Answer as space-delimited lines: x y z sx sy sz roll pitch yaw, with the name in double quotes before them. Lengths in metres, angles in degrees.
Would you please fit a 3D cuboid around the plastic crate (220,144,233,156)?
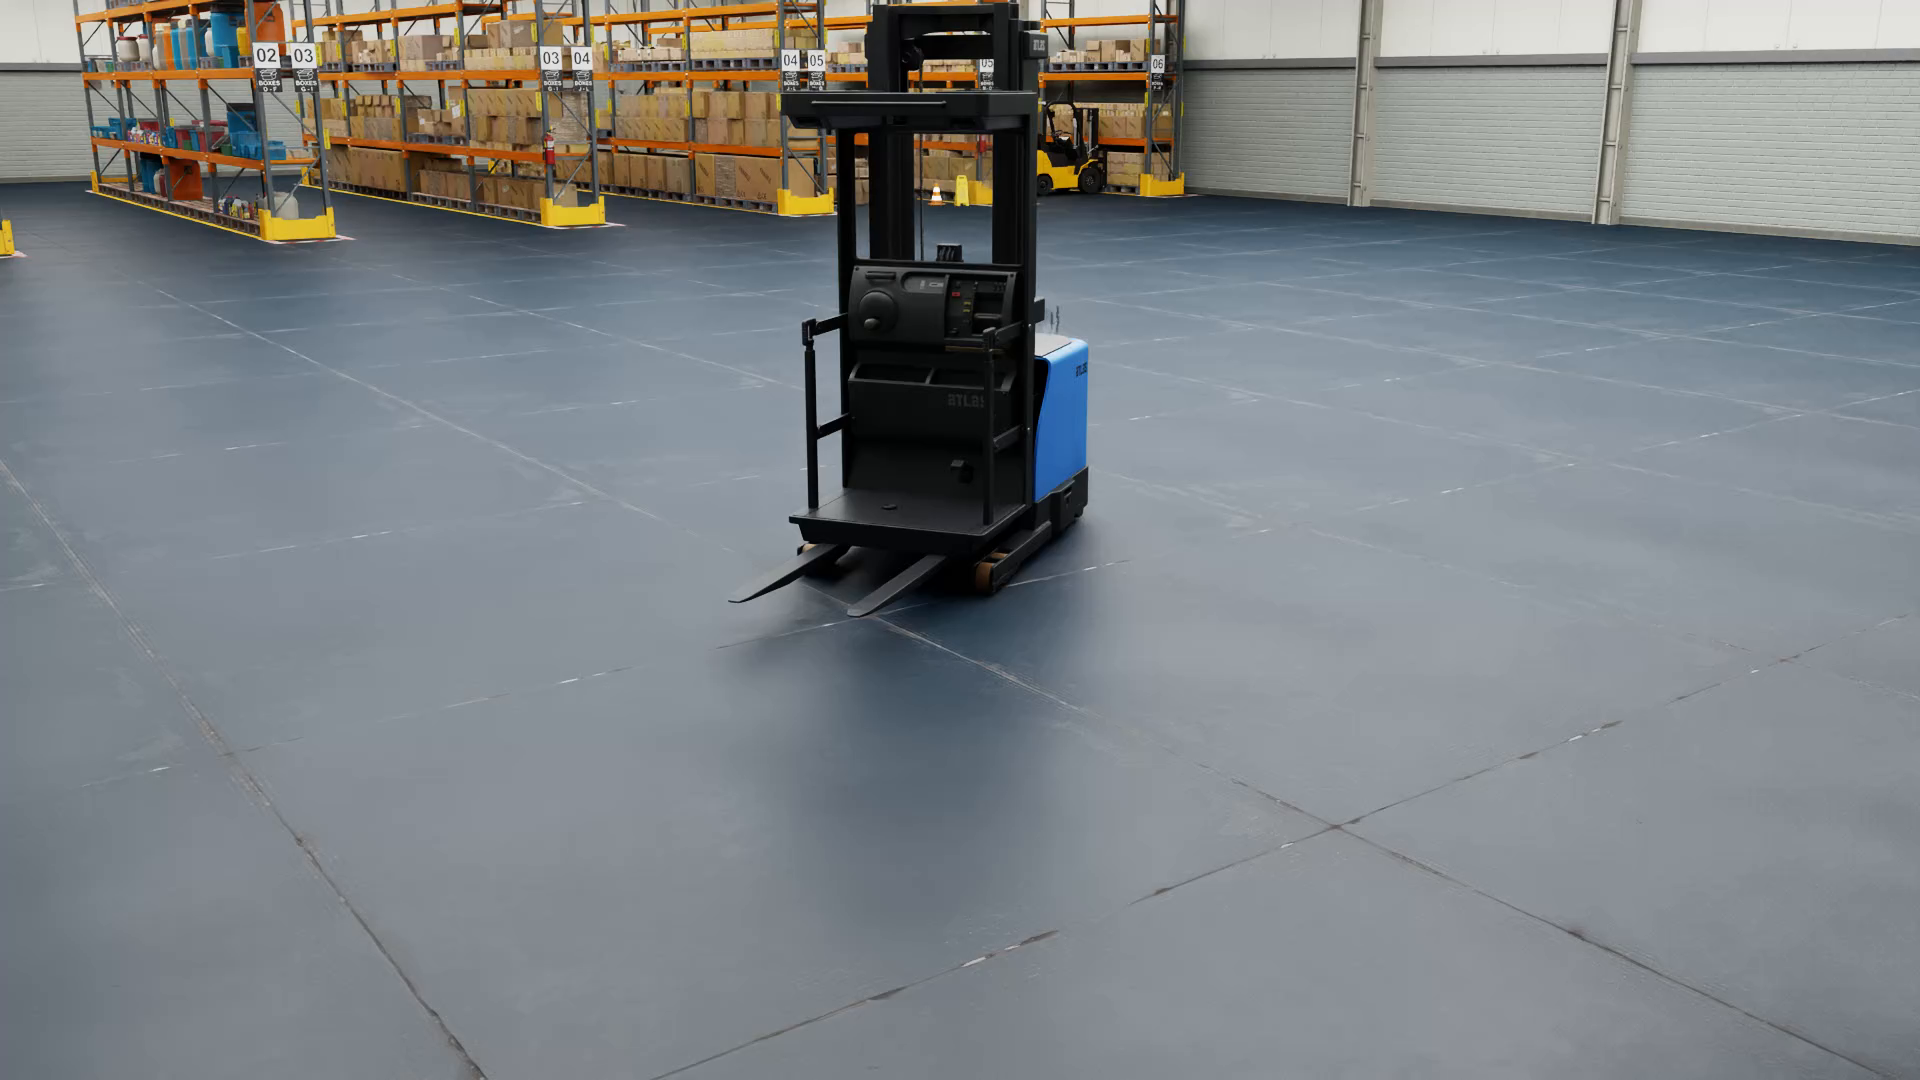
"plastic crate" -13.016 -7.025 29.961 0.450 0.188 0.662 -11 19 -35

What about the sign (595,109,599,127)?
"sign" -6.789 -7.877 31.034 0.100 0.325 0.005 -11 19 -35

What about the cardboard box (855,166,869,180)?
"cardboard box" -2.299 -8.967 40.839 0.950 0.372 0.625 -10 18 -31

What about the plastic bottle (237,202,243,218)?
"plastic bottle" -12.876 -5.917 29.838 0.152 0.276 0.135 -11 19 -36

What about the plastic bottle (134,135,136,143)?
"plastic bottle" -18.007 -8.787 36.375 0.097 0.201 0.097 0 15 0

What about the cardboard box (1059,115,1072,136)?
"cardboard box" 2.819 -10.343 41.495 0.500 0.500 0.500 -10 18 -34

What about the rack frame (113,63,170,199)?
"rack frame" -18.290 -9.169 37.394 1.000 3.000 0.127 -11 19 -35

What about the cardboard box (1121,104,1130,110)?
"cardboard box" 4.074 -10.332 39.664 0.380 0.149 0.250 -10 18 -33

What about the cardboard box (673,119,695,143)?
"cardboard box" -6.031 -9.096 36.937 0.500 0.500 0.500 -11 19 -35

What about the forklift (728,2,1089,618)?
"forklift" -0.224 -1.259 8.624 1.130 2.935 3.031 6 16 20

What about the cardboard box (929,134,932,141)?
"cardboard box" -0.488 -9.168 37.868 0.380 0.149 0.250 -11 19 -35

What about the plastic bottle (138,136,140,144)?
"plastic bottle" -17.735 -8.688 36.014 0.097 0.201 0.097 0 15 0

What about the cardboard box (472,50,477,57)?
"cardboard box" -9.426 -9.633 32.935 0.380 0.149 0.250 -12 19 -37

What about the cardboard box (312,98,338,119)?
"cardboard box" -15.968 -10.864 41.886 0.500 0.500 0.500 -11 19 -36

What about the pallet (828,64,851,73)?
"pallet" -2.453 -11.493 40.559 1.213 0.211 1.003 -11 19 -35

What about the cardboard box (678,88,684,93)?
"cardboard box" -7.757 -12.717 47.045 0.380 0.149 0.250 -11 19 -36

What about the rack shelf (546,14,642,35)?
"rack shelf" -9.036 -12.612 40.732 1.077 0.370 4.000 -11 19 -35

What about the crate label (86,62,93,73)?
"crate label" -20.360 -11.151 39.235 0.408 0.251 0.502 -11 19 -35

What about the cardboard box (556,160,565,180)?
"cardboard box" -9.992 -9.484 42.484 0.500 0.500 0.500 -10 18 -32

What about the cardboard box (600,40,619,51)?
"cardboard box" -8.308 -11.742 39.474 0.396 0.266 0.258 -11 19 -35

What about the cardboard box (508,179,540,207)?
"cardboard box" -8.605 -6.893 33.019 0.500 0.500 0.500 -13 20 -39

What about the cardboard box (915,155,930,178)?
"cardboard box" -0.807 -8.614 38.360 0.500 0.500 0.500 -10 18 -32

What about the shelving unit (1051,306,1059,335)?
"shelving unit" 0.510 -0.842 10.360 0.189 1.200 0.258 2 16 12

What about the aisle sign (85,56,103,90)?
"aisle sign" -20.924 -11.246 40.059 0.394 0.787 0.004 -11 19 -35

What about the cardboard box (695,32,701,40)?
"cardboard box" -5.418 -10.754 35.483 0.380 0.149 0.250 -11 19 -35

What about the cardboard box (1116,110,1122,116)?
"cardboard box" 3.957 -10.246 39.911 0.380 0.149 0.250 -11 19 -35

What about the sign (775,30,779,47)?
"sign" -3.603 -9.878 32.775 0.100 0.325 0.005 -11 19 -35

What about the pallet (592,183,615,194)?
"pallet" -8.318 -8.654 40.794 1.003 0.211 1.213 -11 19 -35

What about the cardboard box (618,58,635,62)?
"cardboard box" -7.793 -11.312 39.033 0.380 0.149 0.250 -12 19 -37

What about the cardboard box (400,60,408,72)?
"cardboard box" -11.861 -10.318 36.195 0.500 0.250 0.500 -10 18 -34

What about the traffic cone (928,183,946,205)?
"traffic cone" -0.508 -7.581 36.399 0.336 0.463 0.334 -11 19 -35

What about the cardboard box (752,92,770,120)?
"cardboard box" -3.741 -8.905 34.100 0.875 0.550 0.550 -11 19 -35

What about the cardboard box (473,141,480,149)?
"cardboard box" -9.560 -7.960 33.454 0.380 0.149 0.250 -11 19 -35

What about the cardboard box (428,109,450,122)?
"cardboard box" -11.172 -9.121 36.236 0.700 0.500 0.500 -8 17 -26

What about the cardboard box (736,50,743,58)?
"cardboard box" -4.372 -9.990 34.202 0.380 0.149 0.250 -11 19 -34

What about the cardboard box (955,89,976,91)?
"cardboard box" 0.311 -9.663 36.551 0.700 0.500 0.500 -11 19 -36

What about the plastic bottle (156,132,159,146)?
"plastic bottle" -16.656 -8.328 34.542 0.061 0.283 0.133 -11 19 -35

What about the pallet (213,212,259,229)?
"pallet" -13.225 -5.966 30.973 1.003 0.211 1.213 -11 19 -35

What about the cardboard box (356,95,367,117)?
"cardboard box" -13.901 -10.335 39.563 0.797 0.503 0.637 -11 19 -36

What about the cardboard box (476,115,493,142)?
"cardboard box" -9.099 -8.203 33.112 0.875 0.500 0.500 -11 19 -35

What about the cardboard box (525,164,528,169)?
"cardboard box" -11.370 -9.966 44.346 0.380 0.149 0.250 -12 19 -37

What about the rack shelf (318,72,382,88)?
"rack shelf" -15.459 -11.464 41.462 1.077 0.370 4.000 -11 19 -35

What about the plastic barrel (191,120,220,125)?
"plastic barrel" -15.420 -8.328 34.065 0.600 0.536 0.708 -11 19 -35

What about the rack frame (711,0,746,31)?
"rack frame" -6.267 -14.369 45.031 1.000 3.000 0.127 -11 19 -35

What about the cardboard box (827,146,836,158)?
"cardboard box" -3.852 -11.764 50.816 0.700 0.500 0.500 -10 18 -32

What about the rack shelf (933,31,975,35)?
"rack shelf" -1.079 -14.174 46.436 1.077 0.370 4.000 -11 19 -35

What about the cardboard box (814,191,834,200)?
"cardboard box" -3.008 -7.578 36.760 0.396 0.266 0.258 -7 17 -25

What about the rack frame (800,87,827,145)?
"rack frame" -4.606 -13.101 51.761 1.000 3.000 0.127 -11 19 -35

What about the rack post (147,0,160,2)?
"rack post" -14.813 -10.858 31.821 1.013 1.000 3.121 -11 19 -35

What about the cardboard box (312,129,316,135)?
"cardboard box" -16.236 -10.379 42.291 0.380 0.149 0.250 -11 19 -35

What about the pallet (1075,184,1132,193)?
"pallet" 3.604 -8.757 41.170 1.003 0.211 1.213 -11 19 -35

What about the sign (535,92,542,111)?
"sign" -7.688 -8.004 30.347 0.100 0.325 0.005 -11 19 -35

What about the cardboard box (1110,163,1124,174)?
"cardboard box" 3.976 -8.966 40.120 0.500 0.250 0.500 -11 19 -35

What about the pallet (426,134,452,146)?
"pallet" -10.734 -8.575 35.586 1.003 0.211 1.213 -11 19 -35

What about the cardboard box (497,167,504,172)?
"cardboard box" -12.515 -10.206 45.788 0.380 0.149 0.250 -10 18 -33
